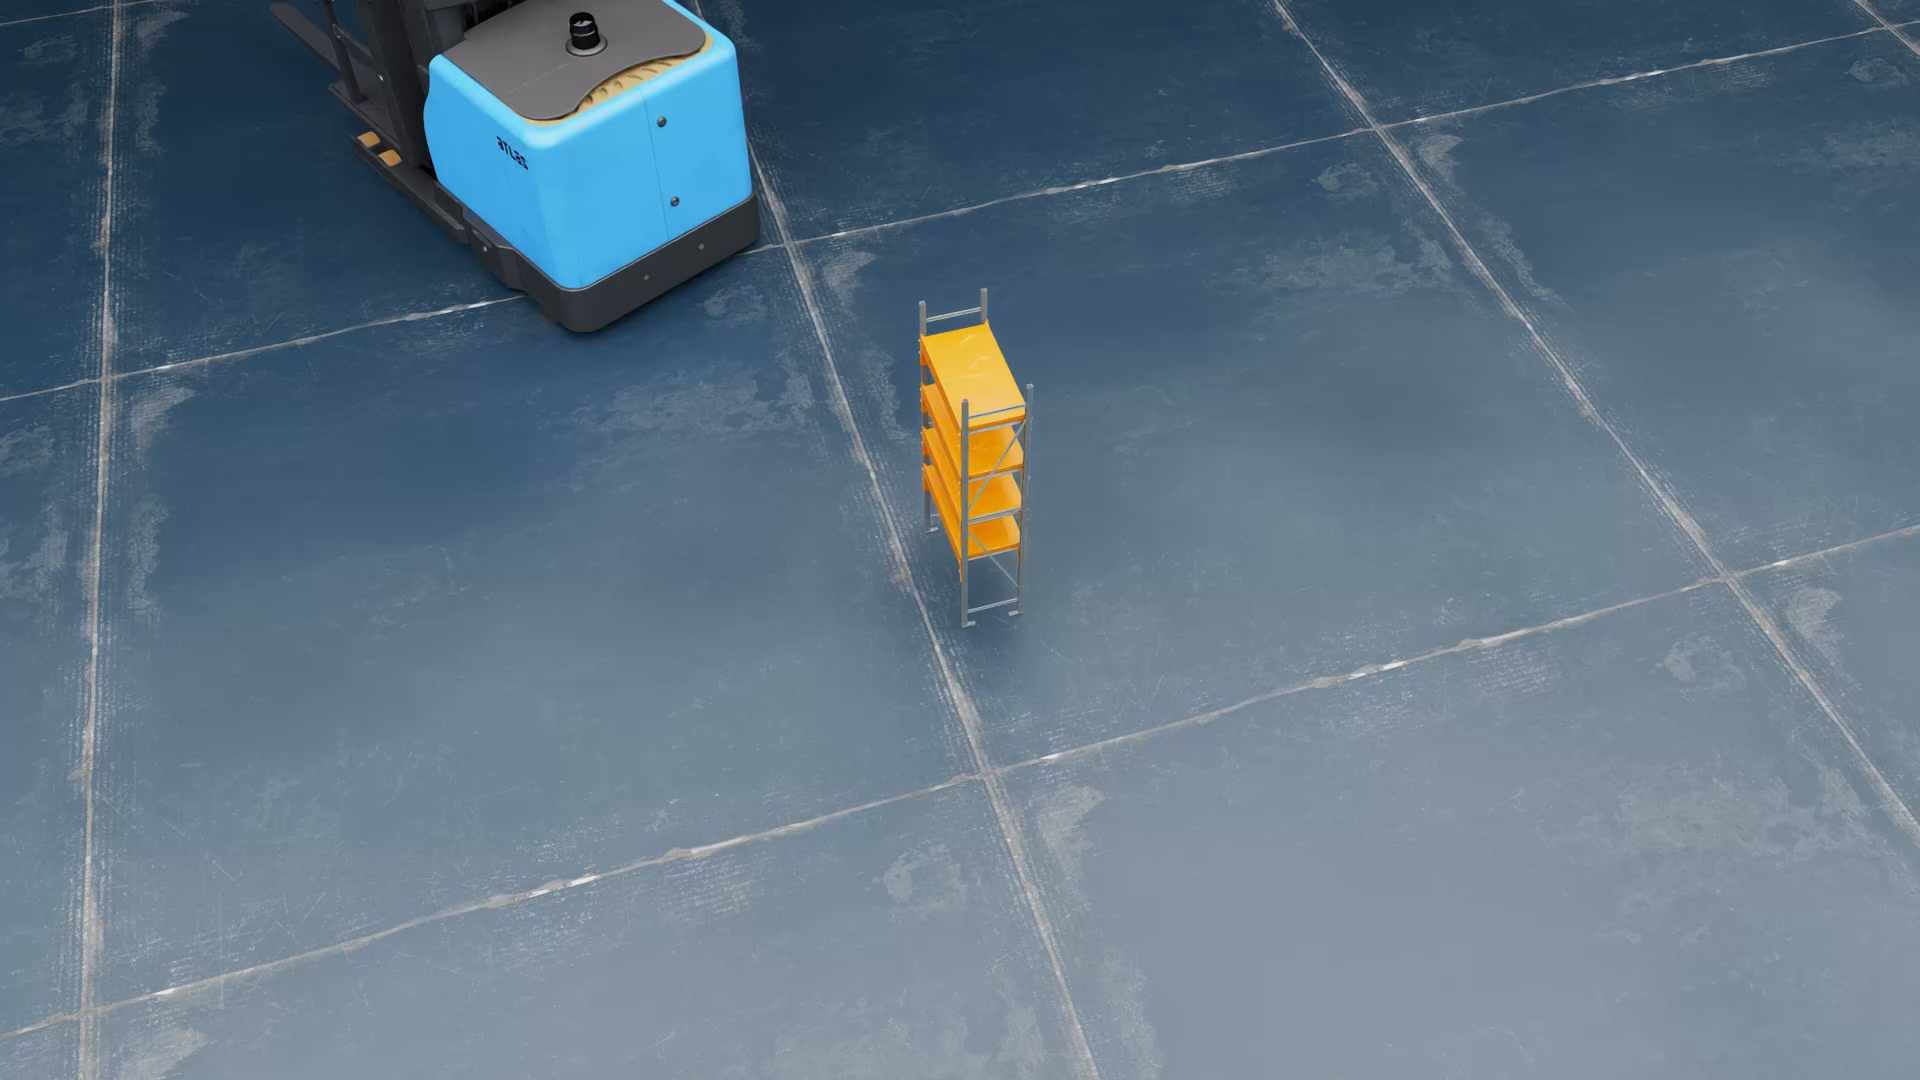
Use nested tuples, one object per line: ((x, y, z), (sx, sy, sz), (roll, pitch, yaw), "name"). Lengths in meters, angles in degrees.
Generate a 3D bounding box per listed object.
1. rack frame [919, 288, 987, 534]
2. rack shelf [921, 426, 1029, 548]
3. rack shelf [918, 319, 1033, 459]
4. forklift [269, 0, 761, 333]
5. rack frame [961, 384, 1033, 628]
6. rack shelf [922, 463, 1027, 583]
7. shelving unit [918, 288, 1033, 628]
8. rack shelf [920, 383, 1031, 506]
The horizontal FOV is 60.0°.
((-0.023, -0.444, 6.129), (0.240, 1.200, 0.015), (-13, 51, -11), "rack frame")
((0.049, -0.222, 6.030), (0.258, 0.148, 0.480), (-13, 51, -11), "rack shelf")
((0.049, -0.519, 5.679), (0.258, 0.148, 0.480), (-13, 51, -11), "rack shelf")
((-2.287, -2.882, 7.052), (1.130, 2.935, 3.031), (-35, 58, -26), "forklift")
((0.121, -0.088, 5.829), (0.240, 1.200, 0.015), (-13, 51, -11), "rack frame")
((0.049, -0.094, 6.182), (0.258, 0.148, 0.480), (-13, 51, -11), "rack shelf")
((0.049, -0.266, 5.979), (0.258, 1.200, 0.503), (-13, 51, -11), "shelving unit")
((0.049, -0.367, 5.859), (0.258, 0.148, 0.480), (-13, 51, -11), "rack shelf")
